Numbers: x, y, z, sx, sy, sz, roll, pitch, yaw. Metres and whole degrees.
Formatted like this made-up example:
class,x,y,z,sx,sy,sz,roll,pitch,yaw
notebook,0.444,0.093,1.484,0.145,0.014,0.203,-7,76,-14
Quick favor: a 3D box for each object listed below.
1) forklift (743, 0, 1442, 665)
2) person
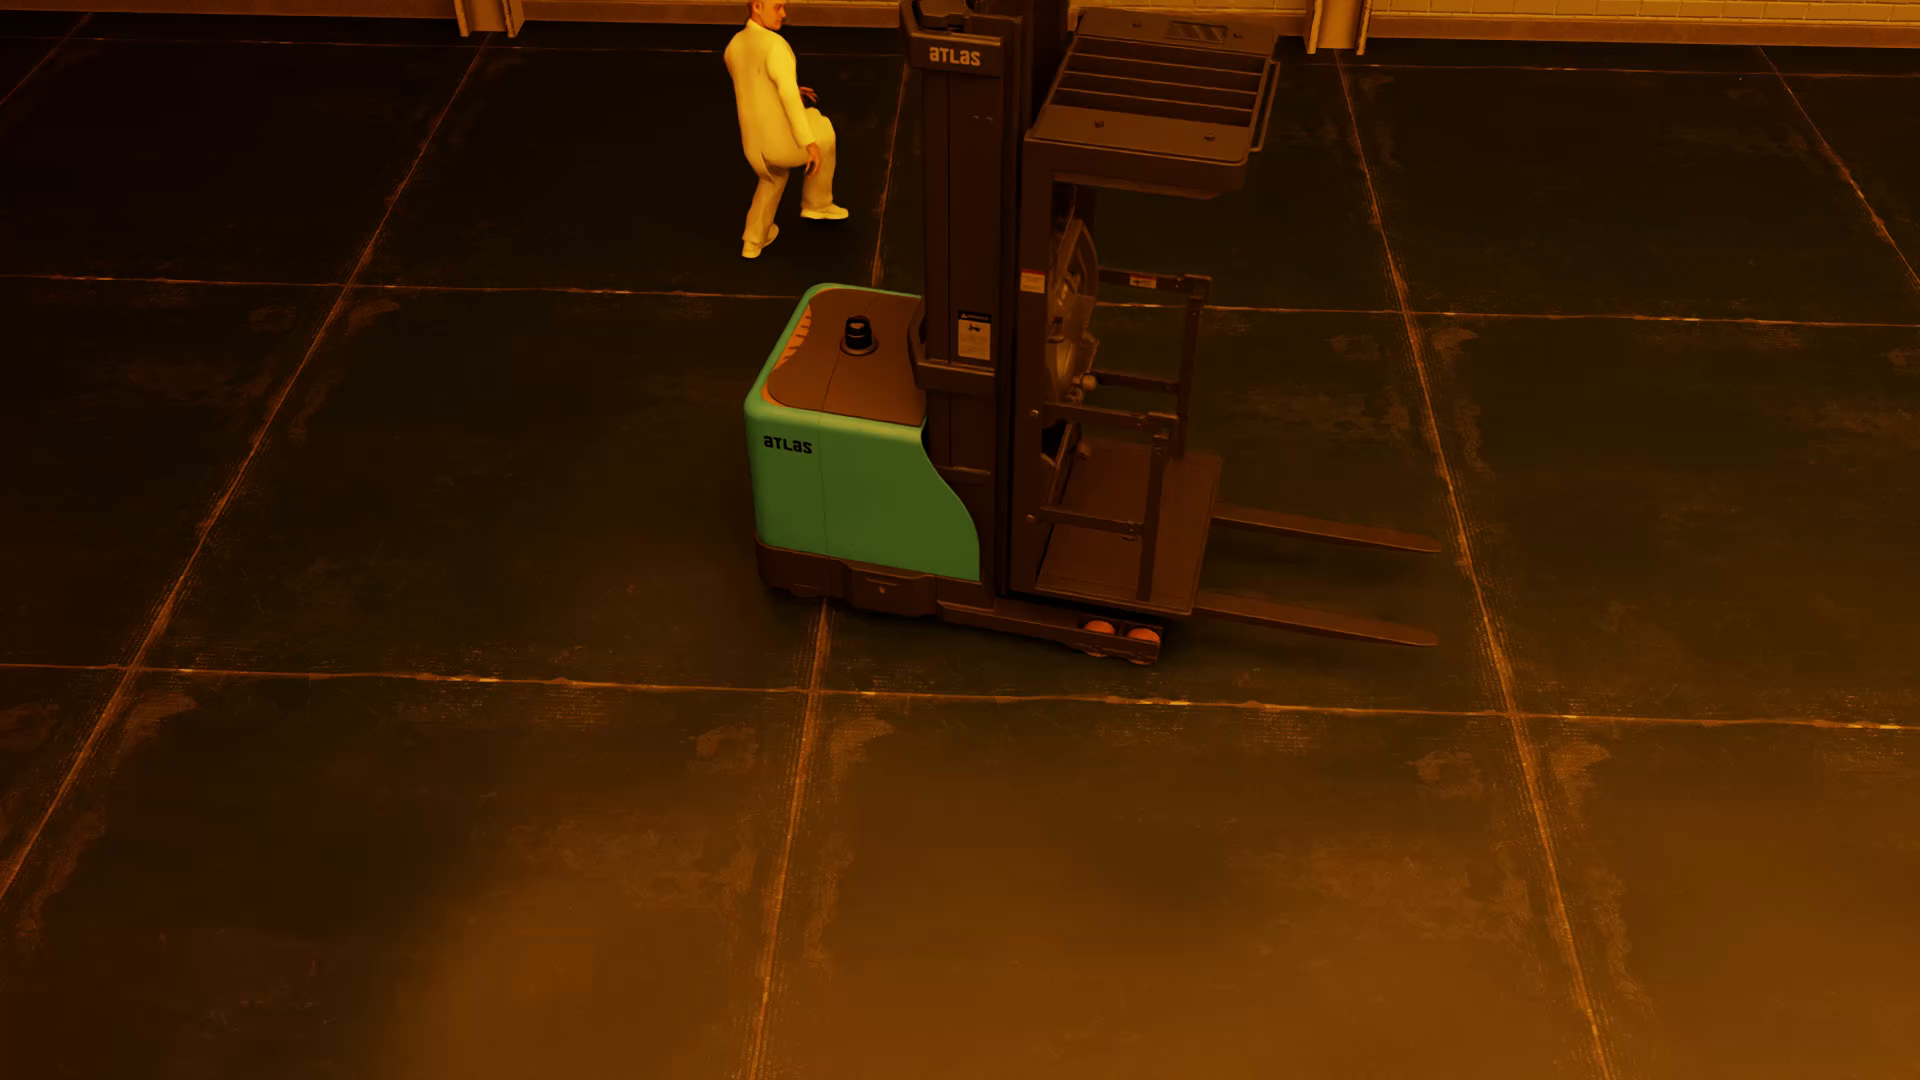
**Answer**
class,x,y,z,sx,sy,sz,roll,pitch,yaw
forklift,0.646,-0.932,6.763,3.031,2.935,1.130,9,43,10
person,-0.937,-2.343,9.346,0.808,1.570,0.801,22,47,22
